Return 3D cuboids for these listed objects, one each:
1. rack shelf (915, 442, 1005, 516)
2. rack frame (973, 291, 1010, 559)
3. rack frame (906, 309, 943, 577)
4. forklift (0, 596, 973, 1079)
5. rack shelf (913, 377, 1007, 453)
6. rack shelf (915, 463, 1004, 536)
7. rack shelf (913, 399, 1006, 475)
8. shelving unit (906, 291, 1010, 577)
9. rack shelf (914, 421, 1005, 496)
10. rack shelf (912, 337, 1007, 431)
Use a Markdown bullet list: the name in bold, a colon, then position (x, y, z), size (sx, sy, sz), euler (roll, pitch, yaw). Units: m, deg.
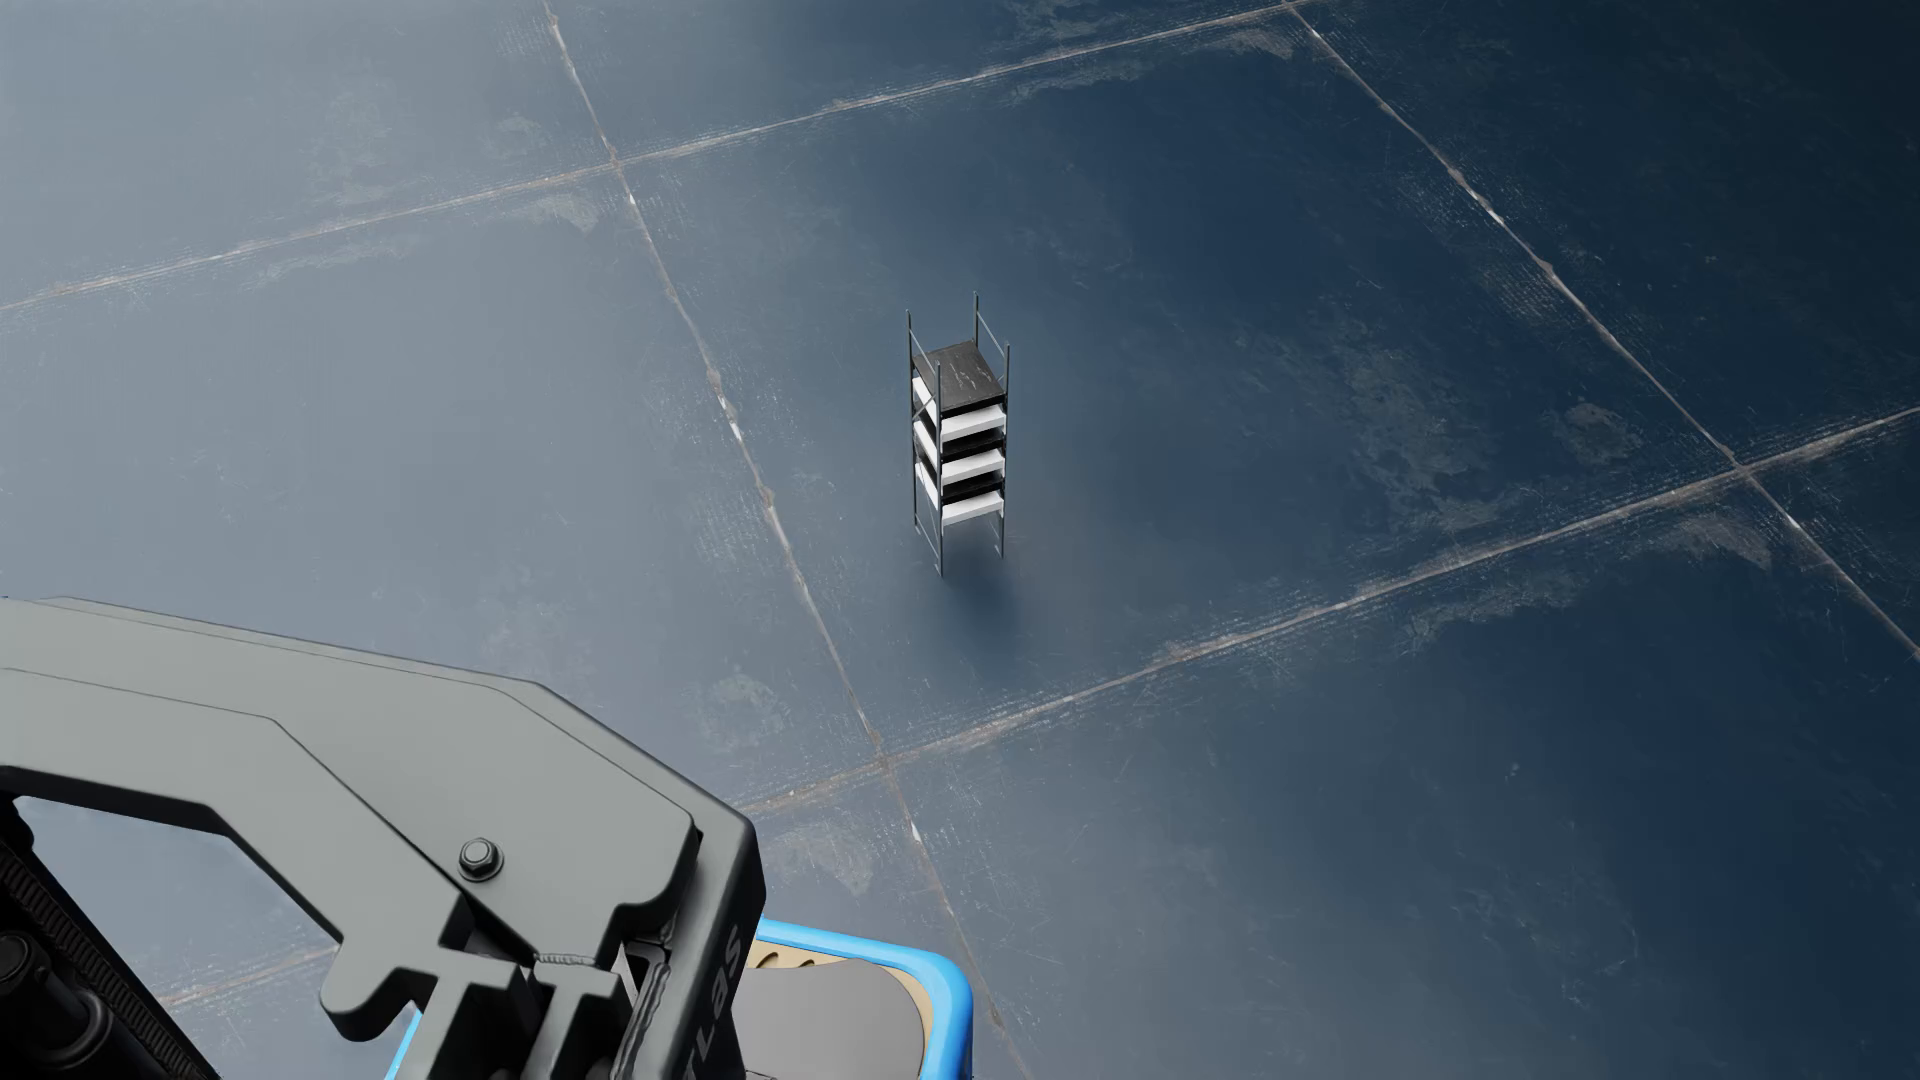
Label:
- **rack shelf**: position (-0.008, -0.211, 5.000), size (0.200, 0.077, 0.258), euler (-17, 52, -14)
- **rack frame**: position (0.087, -0.320, 4.932), size (0.006, 0.900, 0.240), euler (-17, 52, -14)
- **rack frame**: position (-0.102, -0.262, 4.882), size (0.006, 0.900, 0.240), euler (-17, 52, -14)
- **forklift**: position (-0.775, 1.561, 1.978), size (1.130, 2.935, 3.031), euler (9, 50, 8)
- **rack shelf**: position (-0.008, -0.386, 4.795), size (0.200, 0.077, 0.258), euler (-17, 52, -14)
- **rack shelf**: position (-0.008, -0.152, 5.068), size (0.200, 0.077, 0.258), euler (-17, 52, -14)
- **rack shelf**: position (-0.008, -0.328, 4.864), size (0.200, 0.077, 0.258), euler (-17, 52, -14)
- **shelving unit**: position (-0.008, -0.291, 4.907), size (0.210, 0.900, 0.258), euler (-17, 52, -14)
- **rack shelf**: position (-0.008, -0.269, 4.932), size (0.200, 0.077, 0.258), euler (-17, 52, -14)
- **rack shelf**: position (-0.008, -0.445, 4.727), size (0.200, 0.077, 0.258), euler (-17, 52, -14)
